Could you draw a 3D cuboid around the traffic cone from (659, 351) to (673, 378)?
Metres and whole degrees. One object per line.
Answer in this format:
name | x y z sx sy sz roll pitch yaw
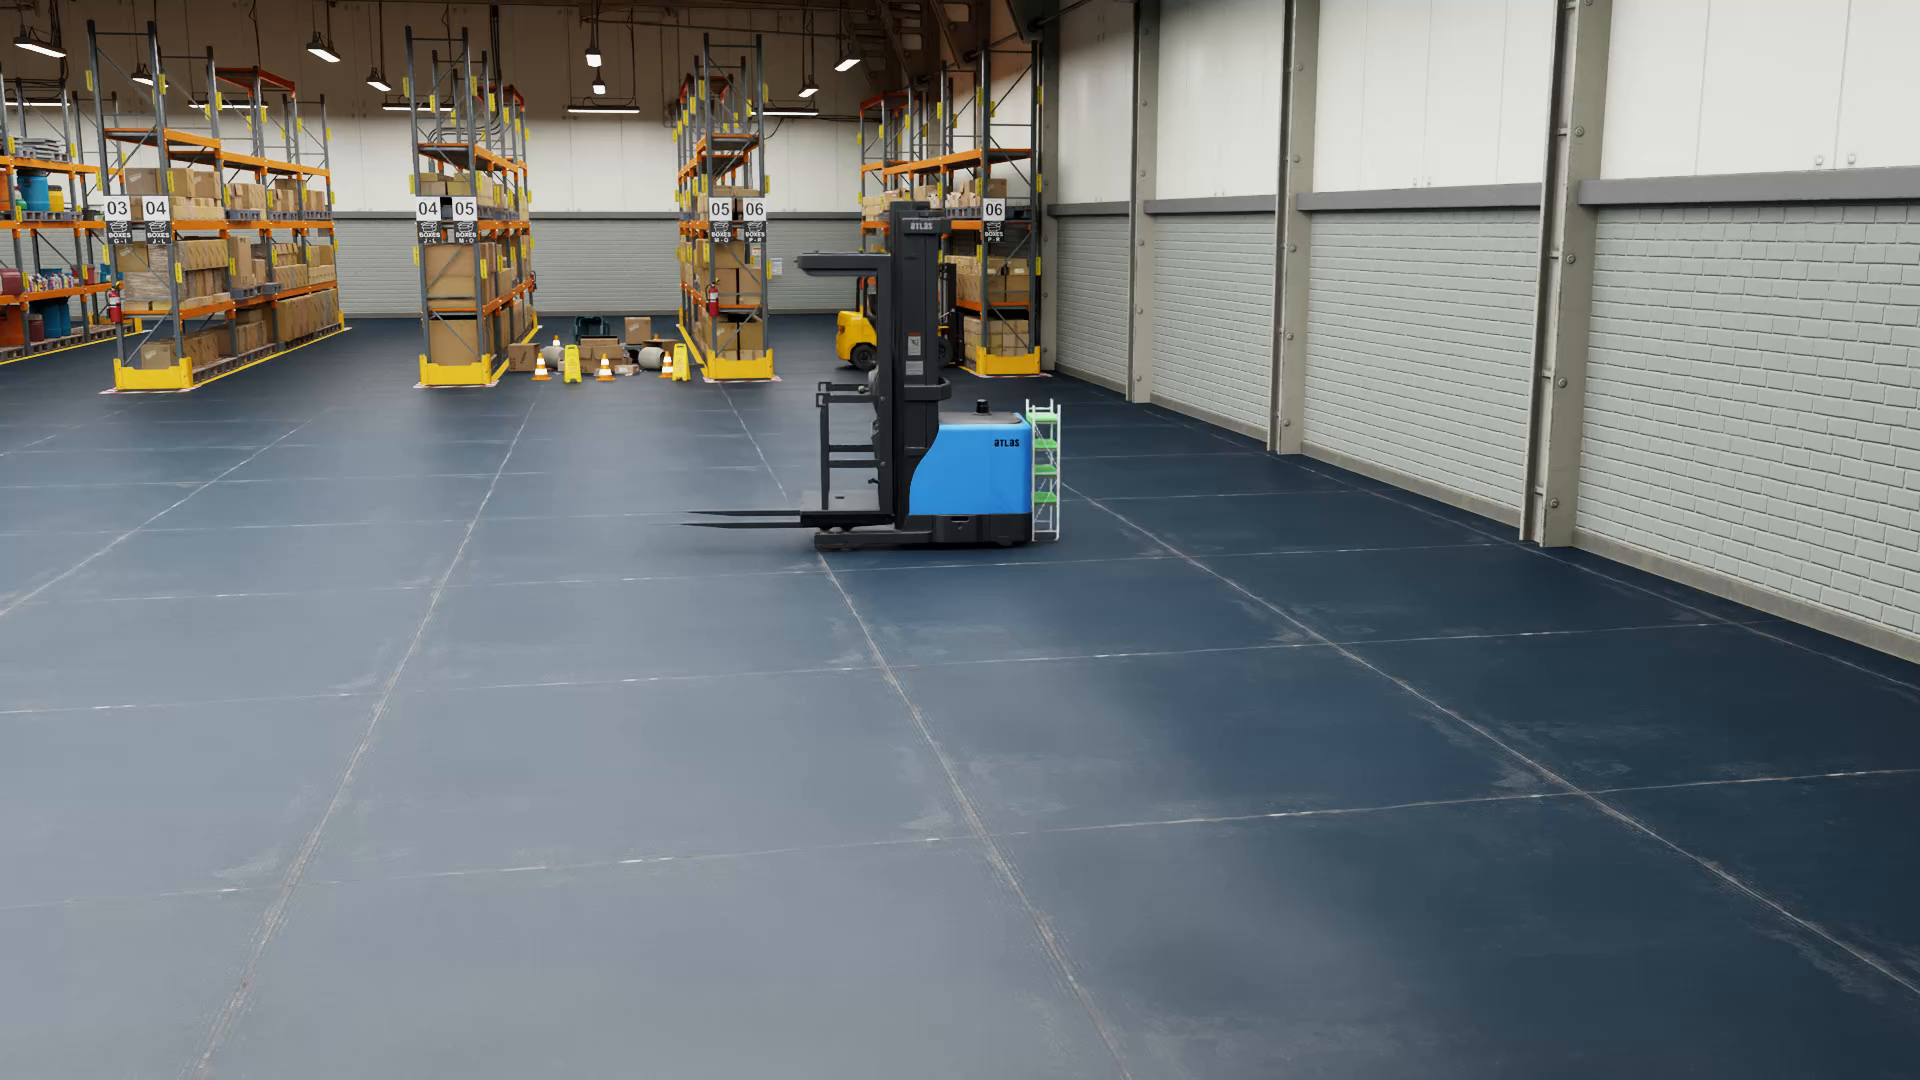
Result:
traffic cone | -5.319 -3.198 30.263 0.336 0.463 0.334 -2 11 -11

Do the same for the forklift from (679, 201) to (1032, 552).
forklift | -0.915 -1.440 14.426 3.031 2.935 1.130 -1 11 -4

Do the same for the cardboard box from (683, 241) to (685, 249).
cardboard box | -6.757 -7.324 42.211 0.500 0.500 0.500 -2 11 -12

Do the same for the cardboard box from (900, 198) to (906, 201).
cardboard box | -1.216 -8.047 39.470 0.380 0.149 0.250 -2 11 -12

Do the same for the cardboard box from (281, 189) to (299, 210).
cardboard box | -16.236 -8.173 39.932 0.700 0.500 0.500 -3 11 -14

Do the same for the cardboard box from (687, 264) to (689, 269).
cardboard box | -6.194 -6.414 39.435 0.500 0.250 0.500 -2 11 -13

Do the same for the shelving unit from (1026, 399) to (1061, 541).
shelving unit | 0.733 -0.629 14.794 0.258 1.200 0.503 -1 11 -4

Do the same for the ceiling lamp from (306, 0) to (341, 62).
ceiling lamp | -11.739 -10.676 31.109 0.800 3.185 2.000 -2 11 -11

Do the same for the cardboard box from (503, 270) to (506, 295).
cardboard box | -9.616 -5.287 34.187 0.500 0.500 0.500 -2 11 -11

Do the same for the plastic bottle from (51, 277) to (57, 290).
plastic bottle | -20.249 -5.725 37.084 0.152 0.276 0.135 -2 11 -11

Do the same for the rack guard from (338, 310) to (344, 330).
rack guard | -16.807 -5.763 43.639 1.175 0.500 0.348 -2 11 -11

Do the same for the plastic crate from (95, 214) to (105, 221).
plastic crate | -21.189 -8.006 41.279 0.450 0.188 0.336 -2 11 -11

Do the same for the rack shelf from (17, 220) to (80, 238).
rack shelf | -20.494 -6.826 36.441 1.077 0.370 4.000 -2 11 -11

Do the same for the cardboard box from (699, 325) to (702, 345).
cardboard box | -5.133 -4.417 35.785 0.950 0.372 0.625 -2 11 -9

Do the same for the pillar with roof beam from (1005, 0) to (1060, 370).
pillar with roof beam | -2.576 -7.545 30.269 9.100 9.000 0.548 -2 11 -11

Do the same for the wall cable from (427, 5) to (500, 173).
wall cable | -14.522 -12.677 48.628 2.277 5.999 0.120 -2 11 -11

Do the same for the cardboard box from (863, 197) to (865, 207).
cardboard box | -2.374 -9.229 45.411 0.500 0.250 0.500 -2 11 -12

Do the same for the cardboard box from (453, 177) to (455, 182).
cardboard box | -9.747 -6.773 31.384 0.380 0.149 0.250 -2 11 -12

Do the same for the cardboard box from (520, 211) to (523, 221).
cardboard box | -10.971 -7.909 40.608 0.500 0.250 0.500 -2 11 -8

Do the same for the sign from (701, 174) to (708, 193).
sign | -4.518 -6.305 29.408 0.100 0.325 0.005 -2 11 -11

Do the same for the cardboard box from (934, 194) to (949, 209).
cardboard box | -0.260 -7.137 34.994 0.500 0.311 0.500 -2 11 -13

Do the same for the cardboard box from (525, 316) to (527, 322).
cardboard box | -10.896 -5.445 40.988 0.380 0.149 0.250 -2 11 -8

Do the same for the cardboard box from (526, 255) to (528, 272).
cardboard box | -11.288 -6.992 42.345 0.500 0.500 0.500 -2 11 -8

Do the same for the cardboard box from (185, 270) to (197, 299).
cardboard box | -14.041 -4.530 29.411 0.875 0.500 0.500 -2 11 -11

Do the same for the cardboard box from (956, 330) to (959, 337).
cardboard box | 0.195 -4.051 32.852 0.500 0.250 0.500 -2 11 -11

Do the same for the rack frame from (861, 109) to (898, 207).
rack frame | -2.214 -10.475 45.666 1.000 3.000 0.127 -2 11 -11

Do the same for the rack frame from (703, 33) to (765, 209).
rack frame | -3.970 -7.360 29.297 1.000 3.000 0.127 -2 11 -11

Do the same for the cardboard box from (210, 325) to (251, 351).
cardboard box | -14.751 -4.078 33.609 0.700 0.500 0.500 -3 11 -16

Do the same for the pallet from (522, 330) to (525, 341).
pallet | -10.987 -4.902 39.889 1.003 0.211 1.213 -2 11 -11

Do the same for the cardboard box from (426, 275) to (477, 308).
cardboard box | -8.923 -4.354 29.150 0.875 0.550 0.550 -2 11 -11

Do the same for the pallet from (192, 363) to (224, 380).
pallet | -14.063 -3.070 30.261 1.003 0.211 1.213 -2 11 -11

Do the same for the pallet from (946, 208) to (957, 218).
pallet | 0.311 -6.602 33.575 1.003 0.211 1.213 -2 11 -11

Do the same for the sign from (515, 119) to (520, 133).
sign | -10.597 -9.920 39.826 0.100 0.325 0.005 -2 11 -11

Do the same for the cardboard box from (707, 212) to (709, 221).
cardboard box | -4.394 -5.862 30.125 0.380 0.149 0.250 -2 11 -11

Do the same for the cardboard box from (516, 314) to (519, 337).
cardboard box | -10.350 -4.891 37.932 0.500 0.500 0.500 -2 11 -10

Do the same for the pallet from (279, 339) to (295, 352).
pallet | -15.326 -4.297 36.708 1.003 0.211 1.213 -2 11 -11

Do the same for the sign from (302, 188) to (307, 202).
sign | -15.494 -8.157 39.282 0.100 0.325 0.005 -2 11 -11

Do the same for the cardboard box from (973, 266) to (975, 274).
cardboard box | 0.449 -5.156 31.764 0.380 0.149 0.250 -2 11 -11

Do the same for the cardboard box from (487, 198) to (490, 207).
cardboard box | -9.002 -6.312 31.095 0.380 0.149 0.250 -2 11 -10

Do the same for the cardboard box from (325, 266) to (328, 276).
cardboard box | -16.251 -6.794 41.973 0.500 0.250 0.500 -3 11 -13

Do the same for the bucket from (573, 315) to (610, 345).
bucket | -7.296 -4.145 33.142 0.726 0.611 0.620 2 1 9

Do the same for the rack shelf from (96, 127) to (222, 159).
rack shelf | -14.080 -7.011 29.398 1.077 0.370 4.000 -2 11 -11

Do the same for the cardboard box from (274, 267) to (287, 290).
cardboard box | -15.177 -5.762 36.681 0.500 0.500 0.500 -2 11 -13

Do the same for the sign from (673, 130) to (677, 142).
sign | -7.628 -10.812 44.512 0.100 0.325 0.005 -2 11 -11

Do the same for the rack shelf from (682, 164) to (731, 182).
rack shelf | -5.915 -8.644 39.038 1.077 0.370 4.000 -2 11 -11

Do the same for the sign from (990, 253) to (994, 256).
sign | 0.664 -5.812 34.683 0.100 0.325 0.005 -2 11 -11

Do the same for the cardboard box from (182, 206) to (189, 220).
cardboard box | -13.637 -5.644 28.707 0.500 0.250 0.500 -2 11 -12

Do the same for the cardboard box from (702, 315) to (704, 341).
cardboard box | -4.898 -4.252 33.240 0.500 0.500 0.500 -2 11 -8
